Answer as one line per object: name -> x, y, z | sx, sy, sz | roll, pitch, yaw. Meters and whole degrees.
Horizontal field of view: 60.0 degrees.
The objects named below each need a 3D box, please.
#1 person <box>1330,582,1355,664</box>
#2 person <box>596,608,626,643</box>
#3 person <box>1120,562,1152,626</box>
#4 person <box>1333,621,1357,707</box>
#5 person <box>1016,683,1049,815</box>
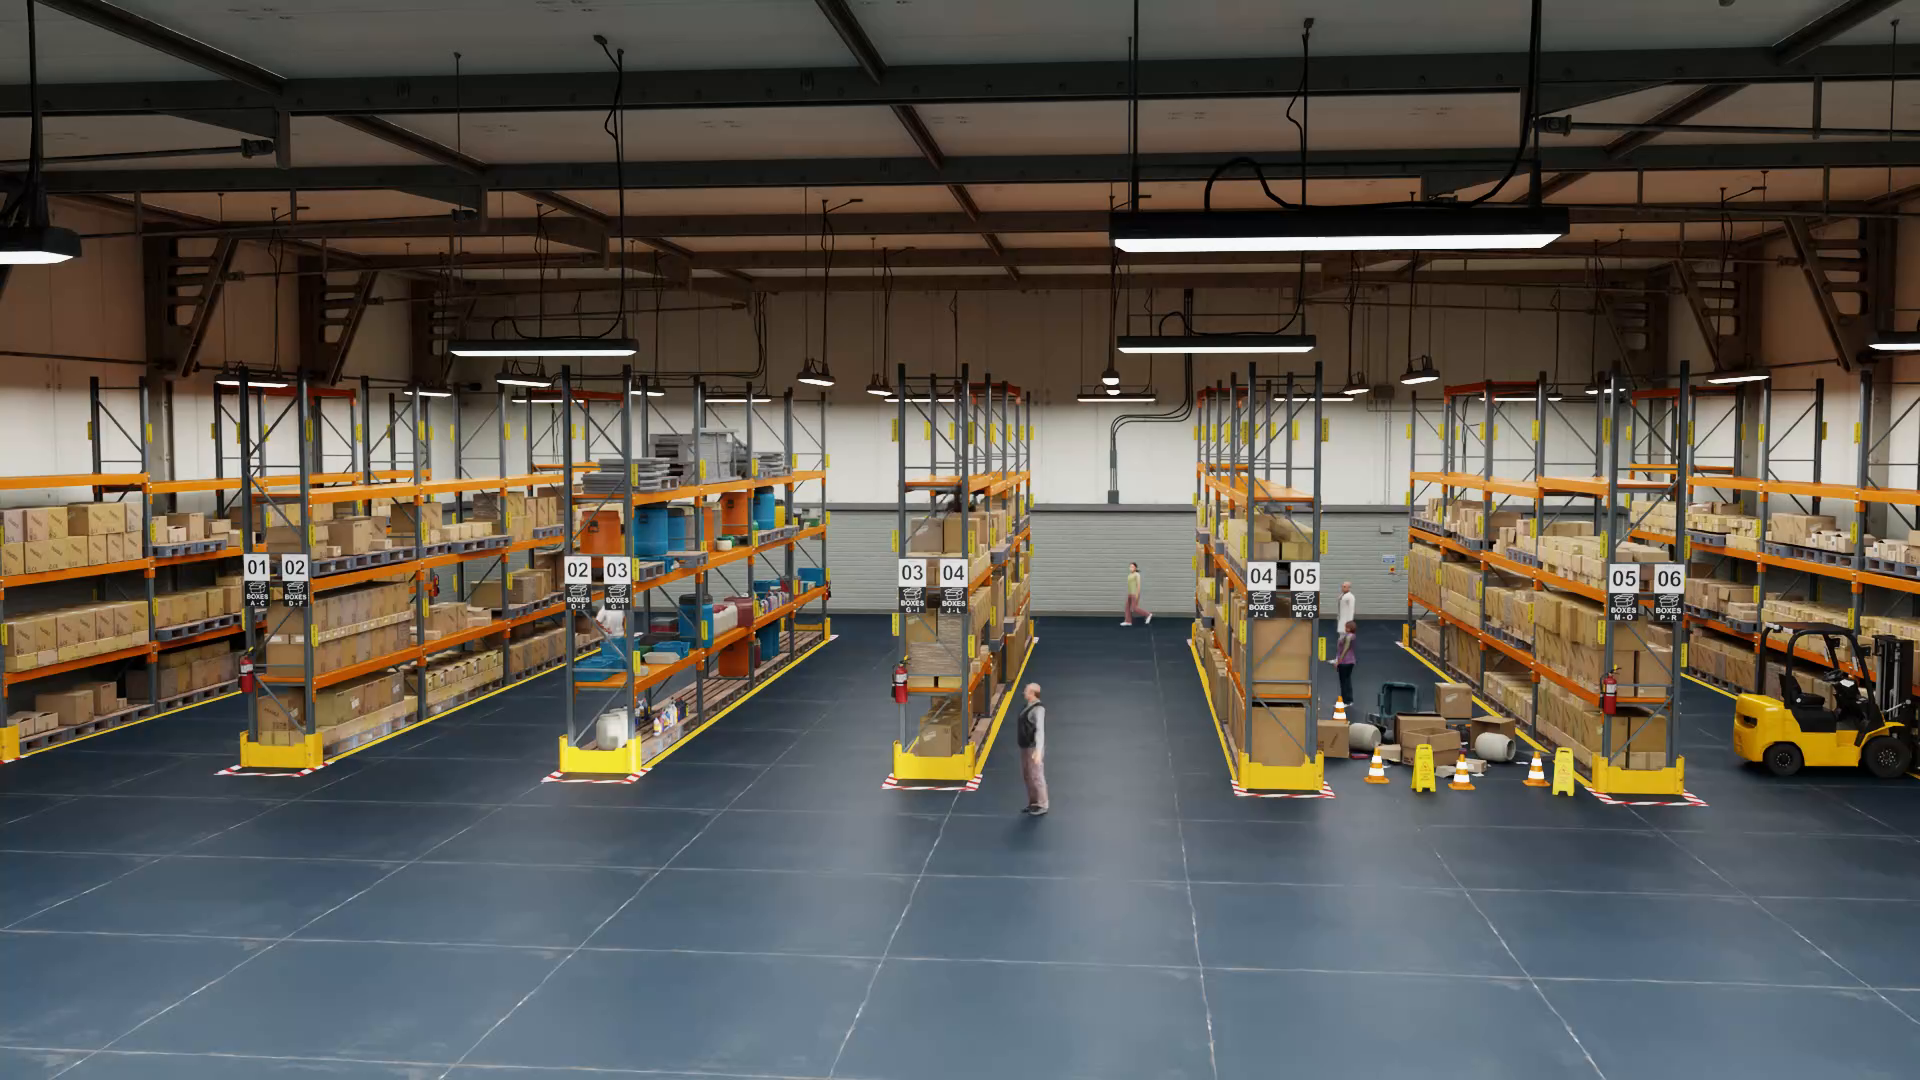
person -> 8.327, 1.796, 36.219 | 0.519, 1.782, 0.630 | 1, 4, 10
person -> -7.150, 1.957, 34.032 | 0.629, 1.738, 0.743 | -1, 4, -13
person -> 4.564, 1.406, 43.112 | 0.797, 1.648, 0.486 | -1, 4, -10
person -> 7.016, 2.275, 30.280 | 0.404, 1.625, 0.489 | 4, 5, 44
person -> 0.953, 2.752, 21.825 | 0.400, 1.759, 0.647 | -1, 4, -16
